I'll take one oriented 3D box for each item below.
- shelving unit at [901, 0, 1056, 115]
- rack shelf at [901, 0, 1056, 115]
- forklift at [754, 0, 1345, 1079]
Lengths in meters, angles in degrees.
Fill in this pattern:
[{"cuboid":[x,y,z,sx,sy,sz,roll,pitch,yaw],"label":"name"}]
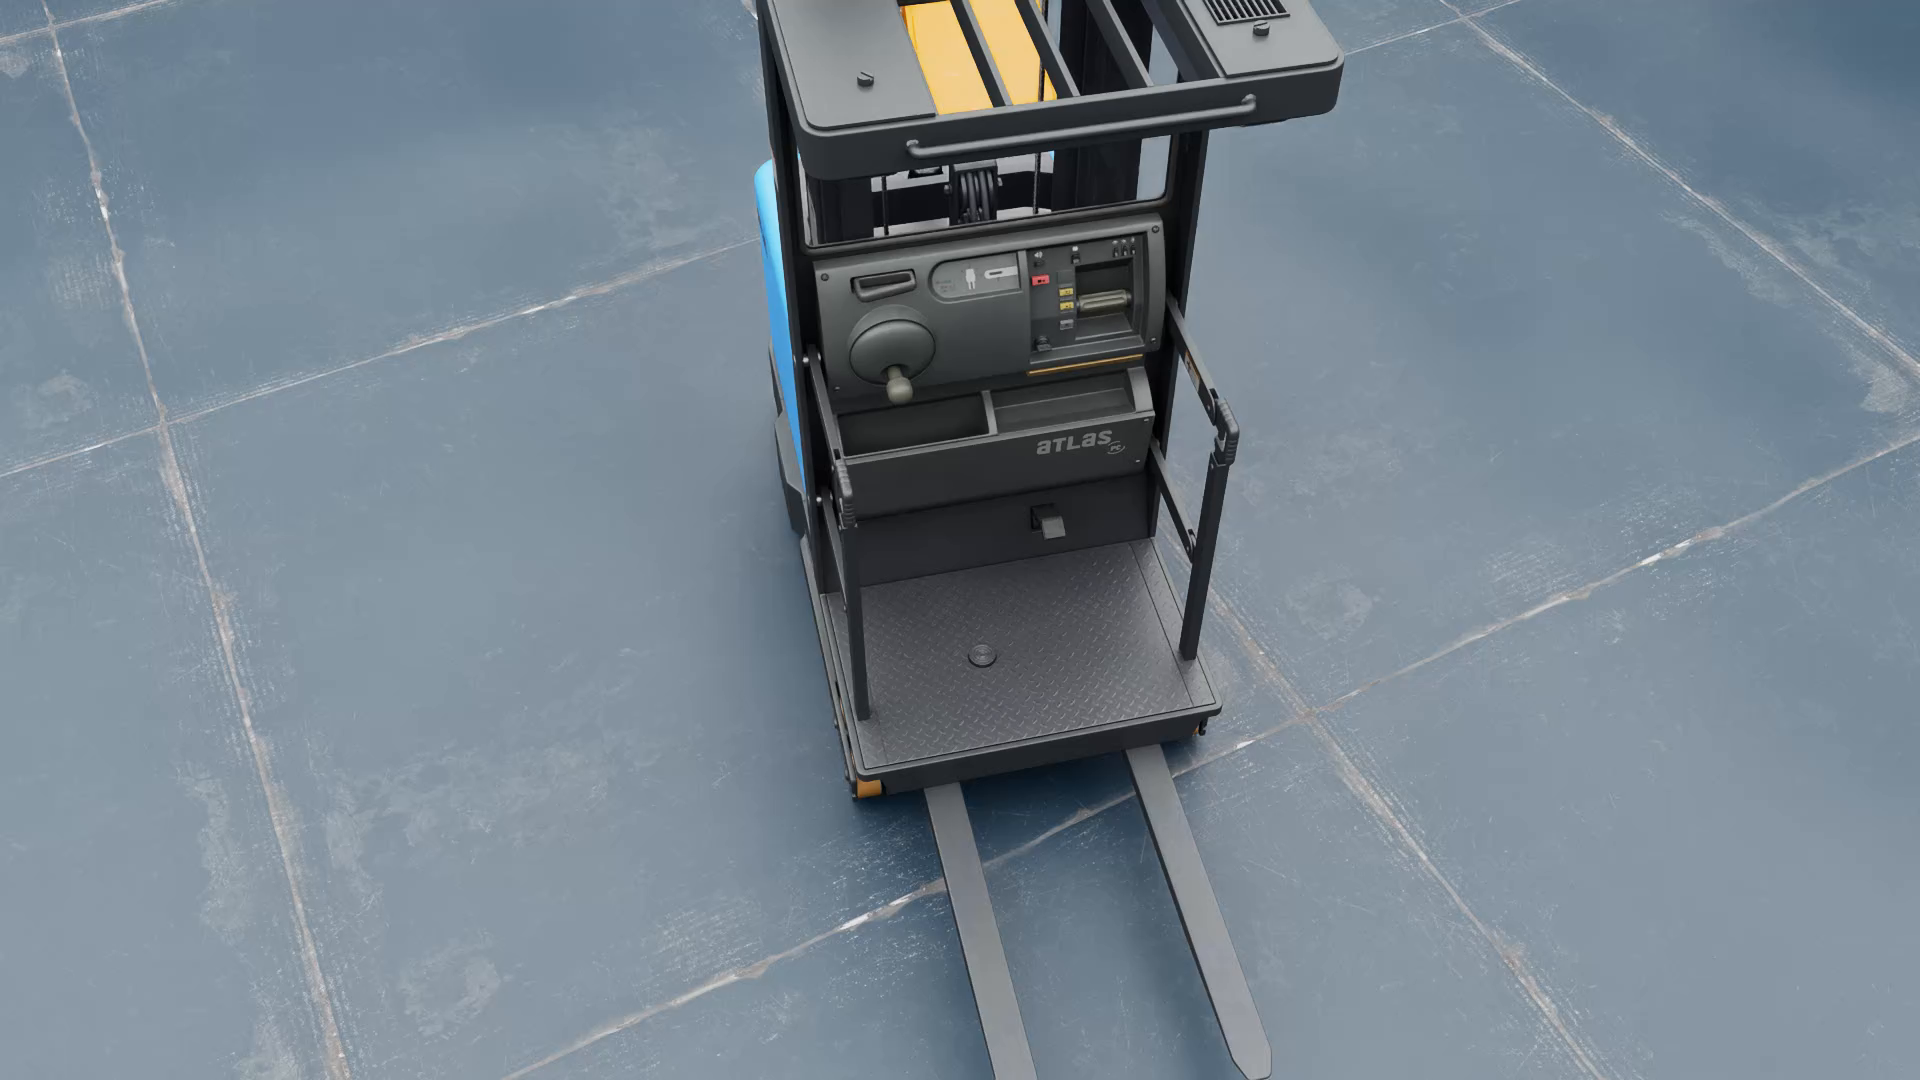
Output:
[{"cuboid":[0.072,-1.499,6.314,0.538,1.125,1.048,-4,49,-3],"label":"shelving unit"},{"cuboid":[0.072,-1.692,6.094,0.538,0.278,1.000,-4,49,-3],"label":"rack shelf"},{"cuboid":[0.138,-0.502,4.242,1.130,2.935,3.031,-10,50,-8],"label":"forklift"}]
